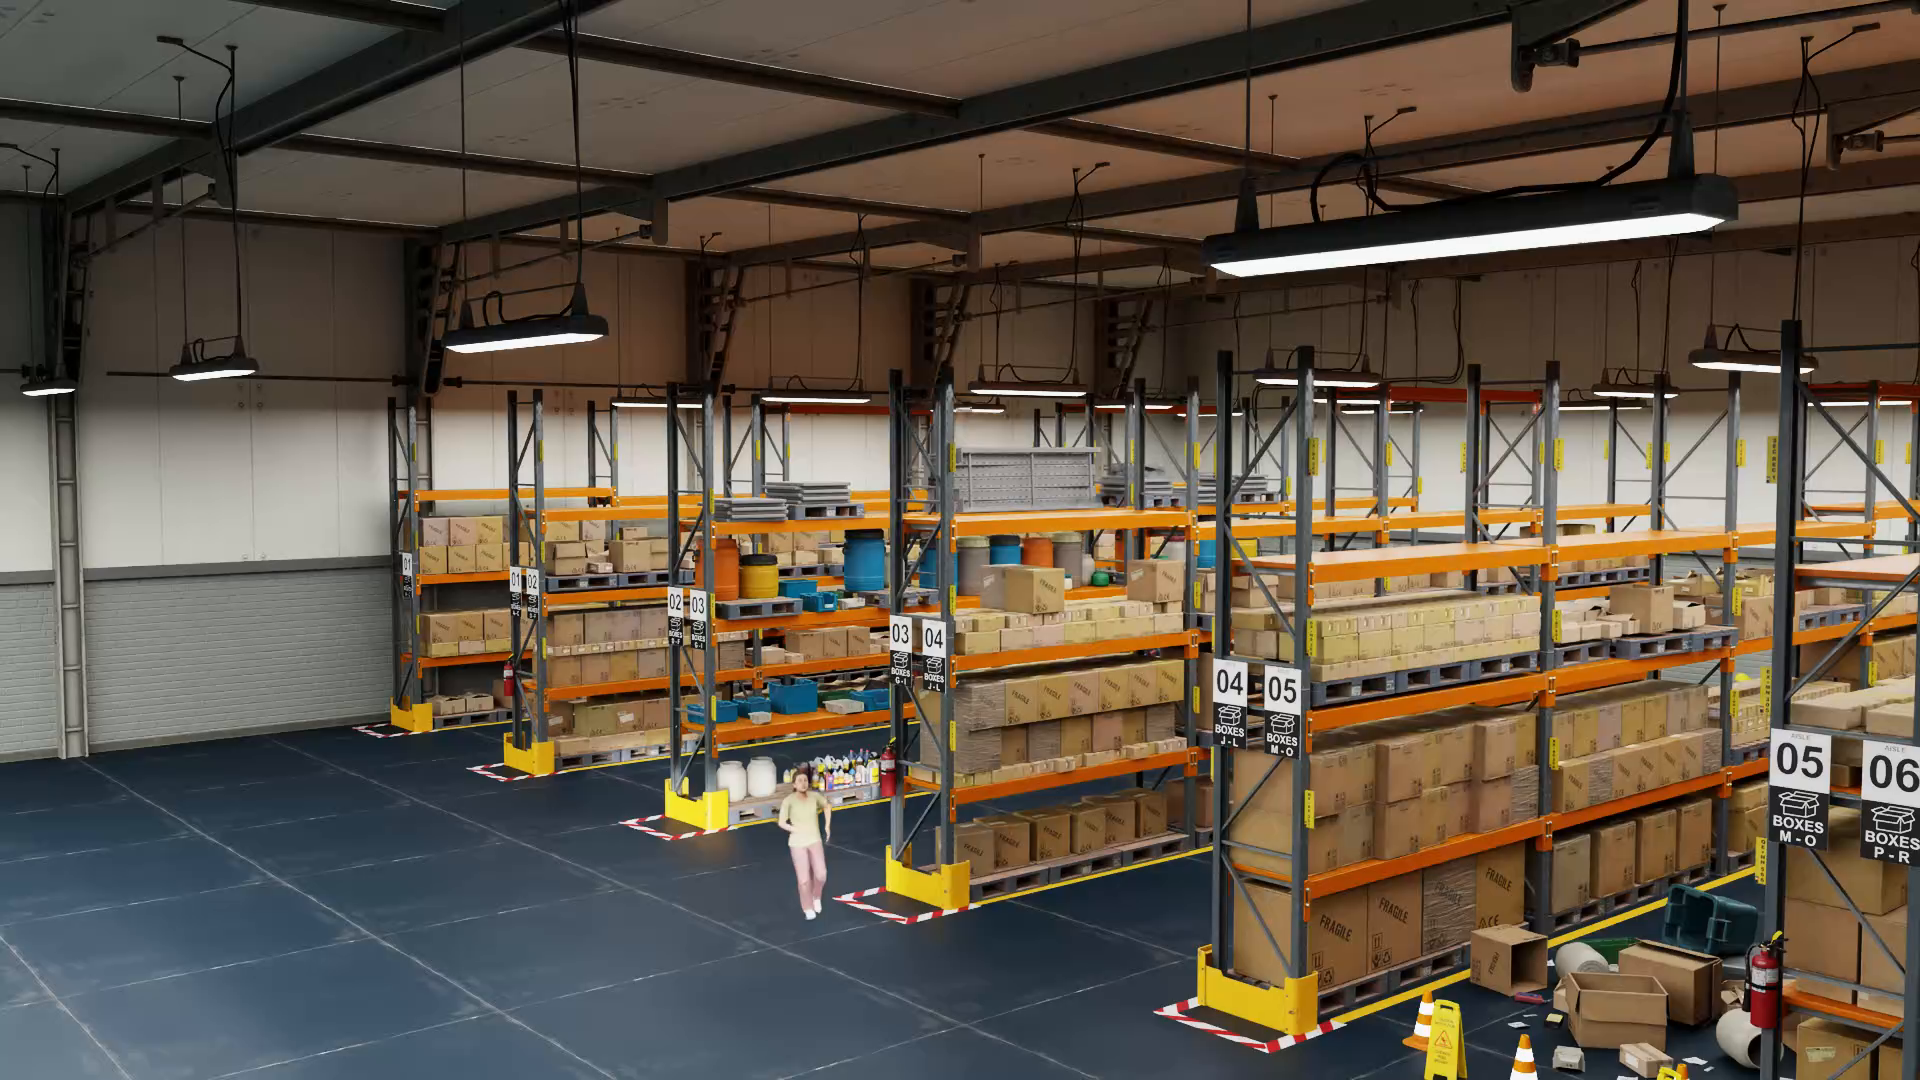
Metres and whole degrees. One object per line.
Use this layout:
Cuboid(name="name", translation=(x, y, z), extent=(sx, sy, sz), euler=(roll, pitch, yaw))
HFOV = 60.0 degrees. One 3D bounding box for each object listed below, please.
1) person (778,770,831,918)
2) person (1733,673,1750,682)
Cuboid(name="person", translation=(-1.665, 3.301, 17.990), extent=(0.597, 1.621, 0.542), euler=(-1, 3, -12))
Cuboid(name="person", translation=(11.553, 2.869, 24.487), extent=(0.864, 1.844, 0.678), euler=(-3, 4, -38))
